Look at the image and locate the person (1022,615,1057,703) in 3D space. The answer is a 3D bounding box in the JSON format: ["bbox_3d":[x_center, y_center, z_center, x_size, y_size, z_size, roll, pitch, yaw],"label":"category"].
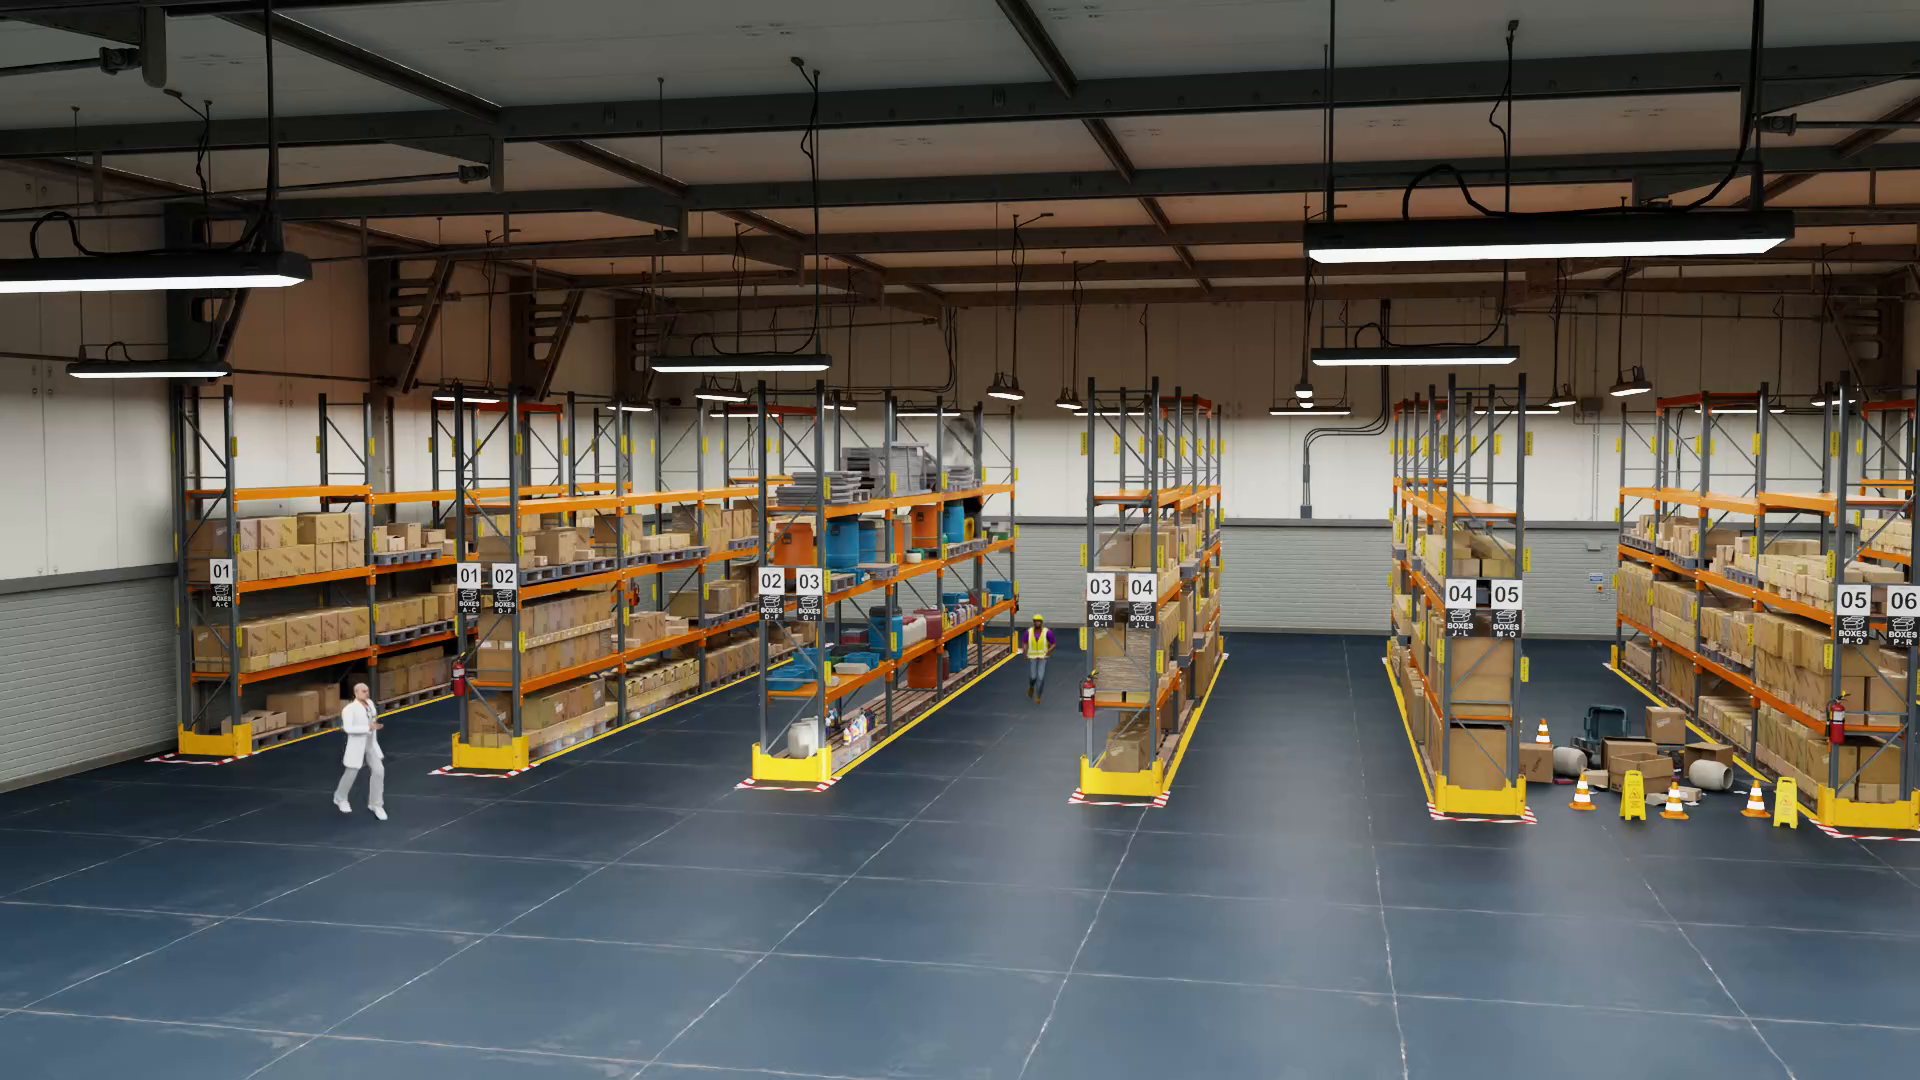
[{"bbox_3d":[1.545,2.320,32.565,0.686,1.731,0.617,0,3,7],"label":"person"}]

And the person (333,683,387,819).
[{"bbox_3d":[-8.122,2.845,22.493,0.951,1.841,0.673,2,4,31],"label":"person"}]
